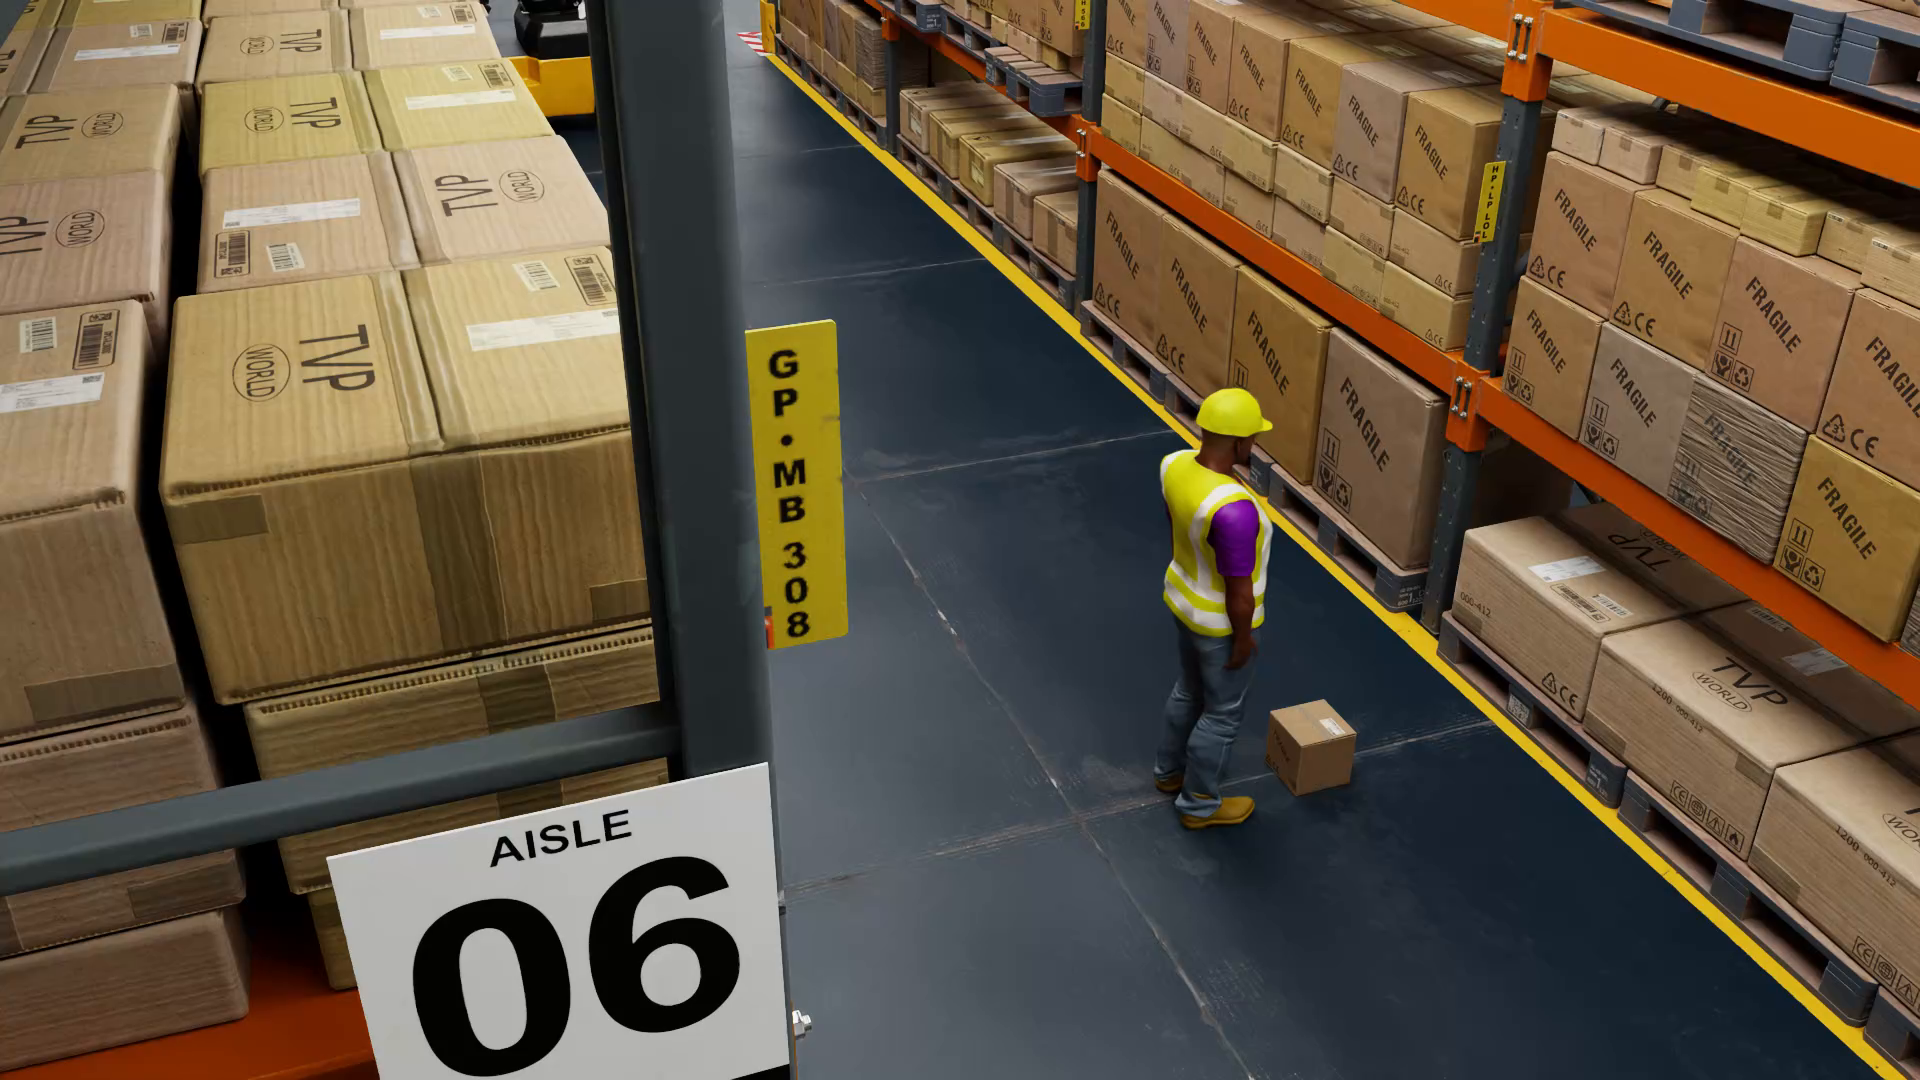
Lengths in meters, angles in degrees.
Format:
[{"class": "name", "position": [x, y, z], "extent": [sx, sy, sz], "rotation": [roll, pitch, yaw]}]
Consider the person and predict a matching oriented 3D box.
[{"class": "person", "position": [0.935, 0.251, 6.166], "extent": [0.362, 1.762, 0.566], "rotation": [-10, 31, -17]}]
